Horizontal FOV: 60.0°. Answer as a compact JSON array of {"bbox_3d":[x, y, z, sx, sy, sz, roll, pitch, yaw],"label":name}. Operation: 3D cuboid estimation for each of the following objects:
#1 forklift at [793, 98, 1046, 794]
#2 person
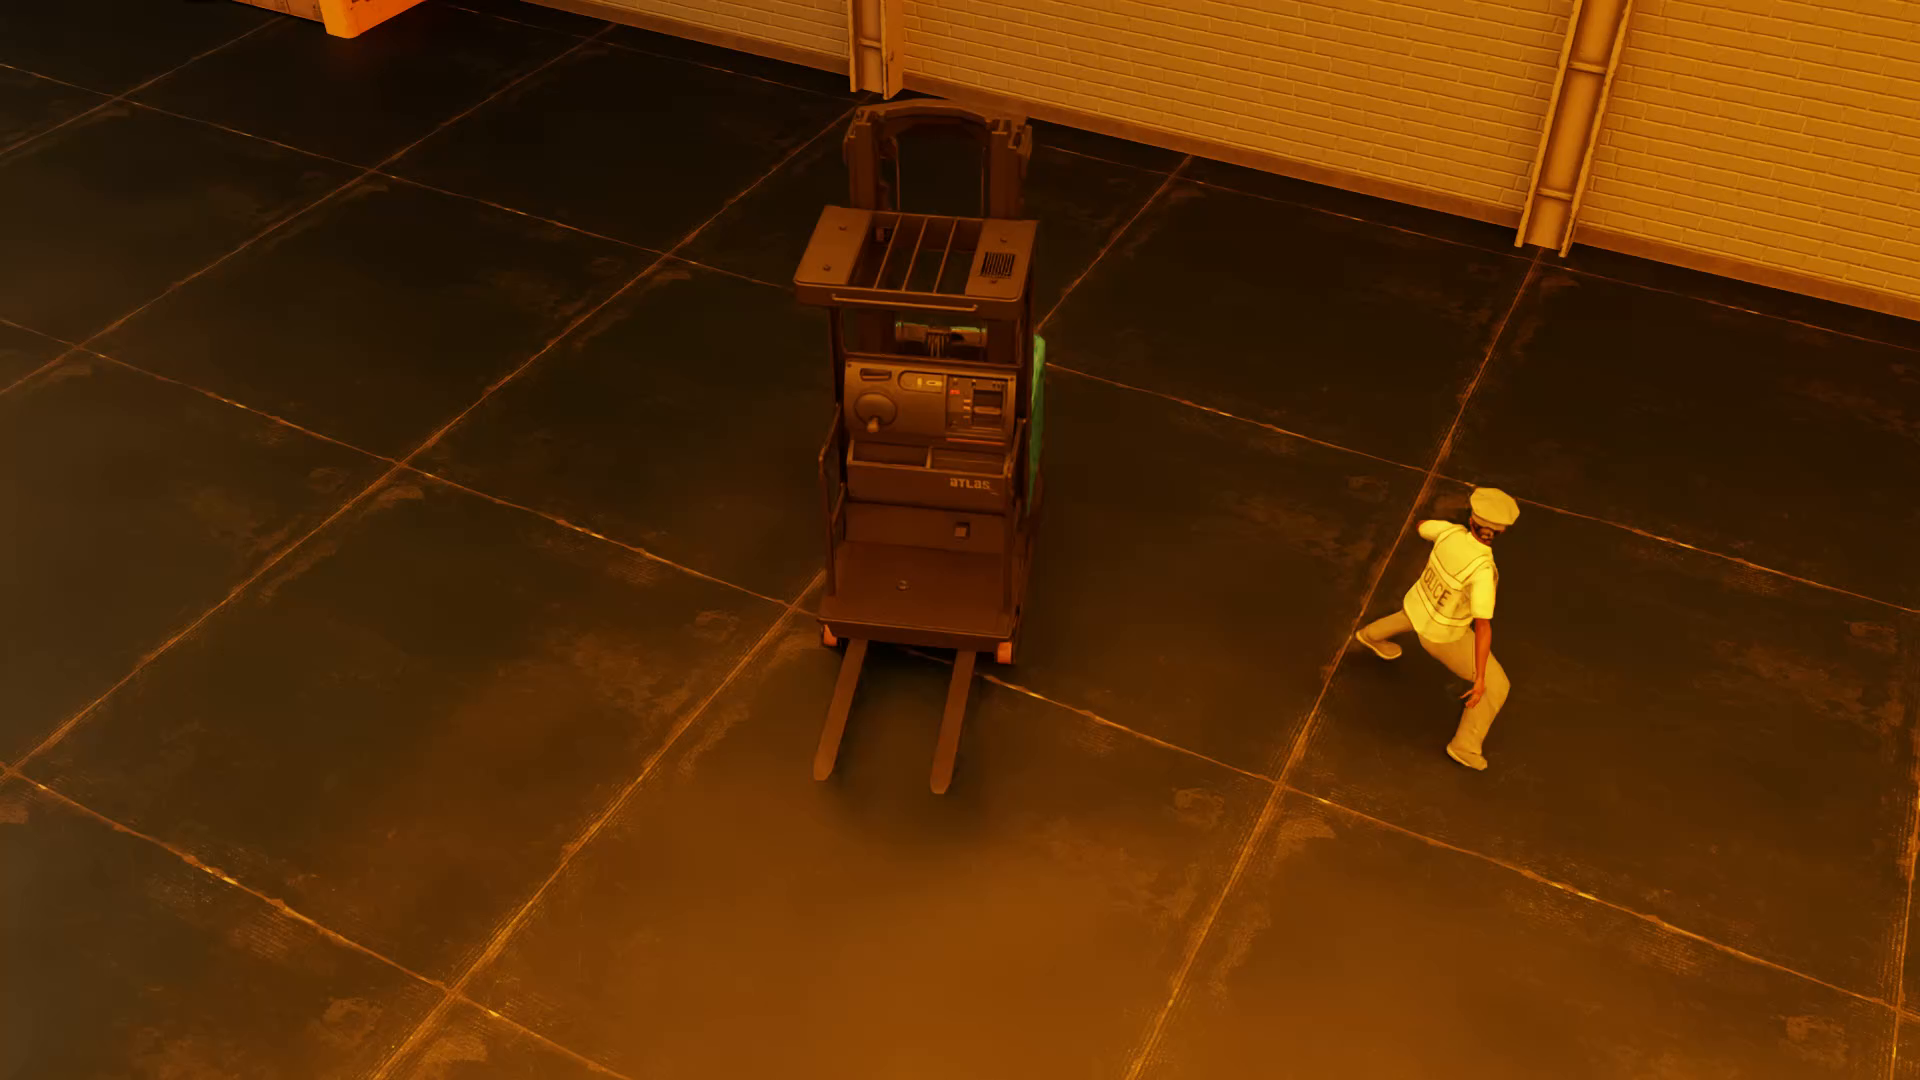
[{"bbox_3d":[-0.191,-0.665,8.776,1.130,2.935,3.031,5,40,6],"label":"forklift"},{"bbox_3d":[2.556,0.440,8.632,0.500,1.570,1.109,-7,41,-8],"label":"person"}]
